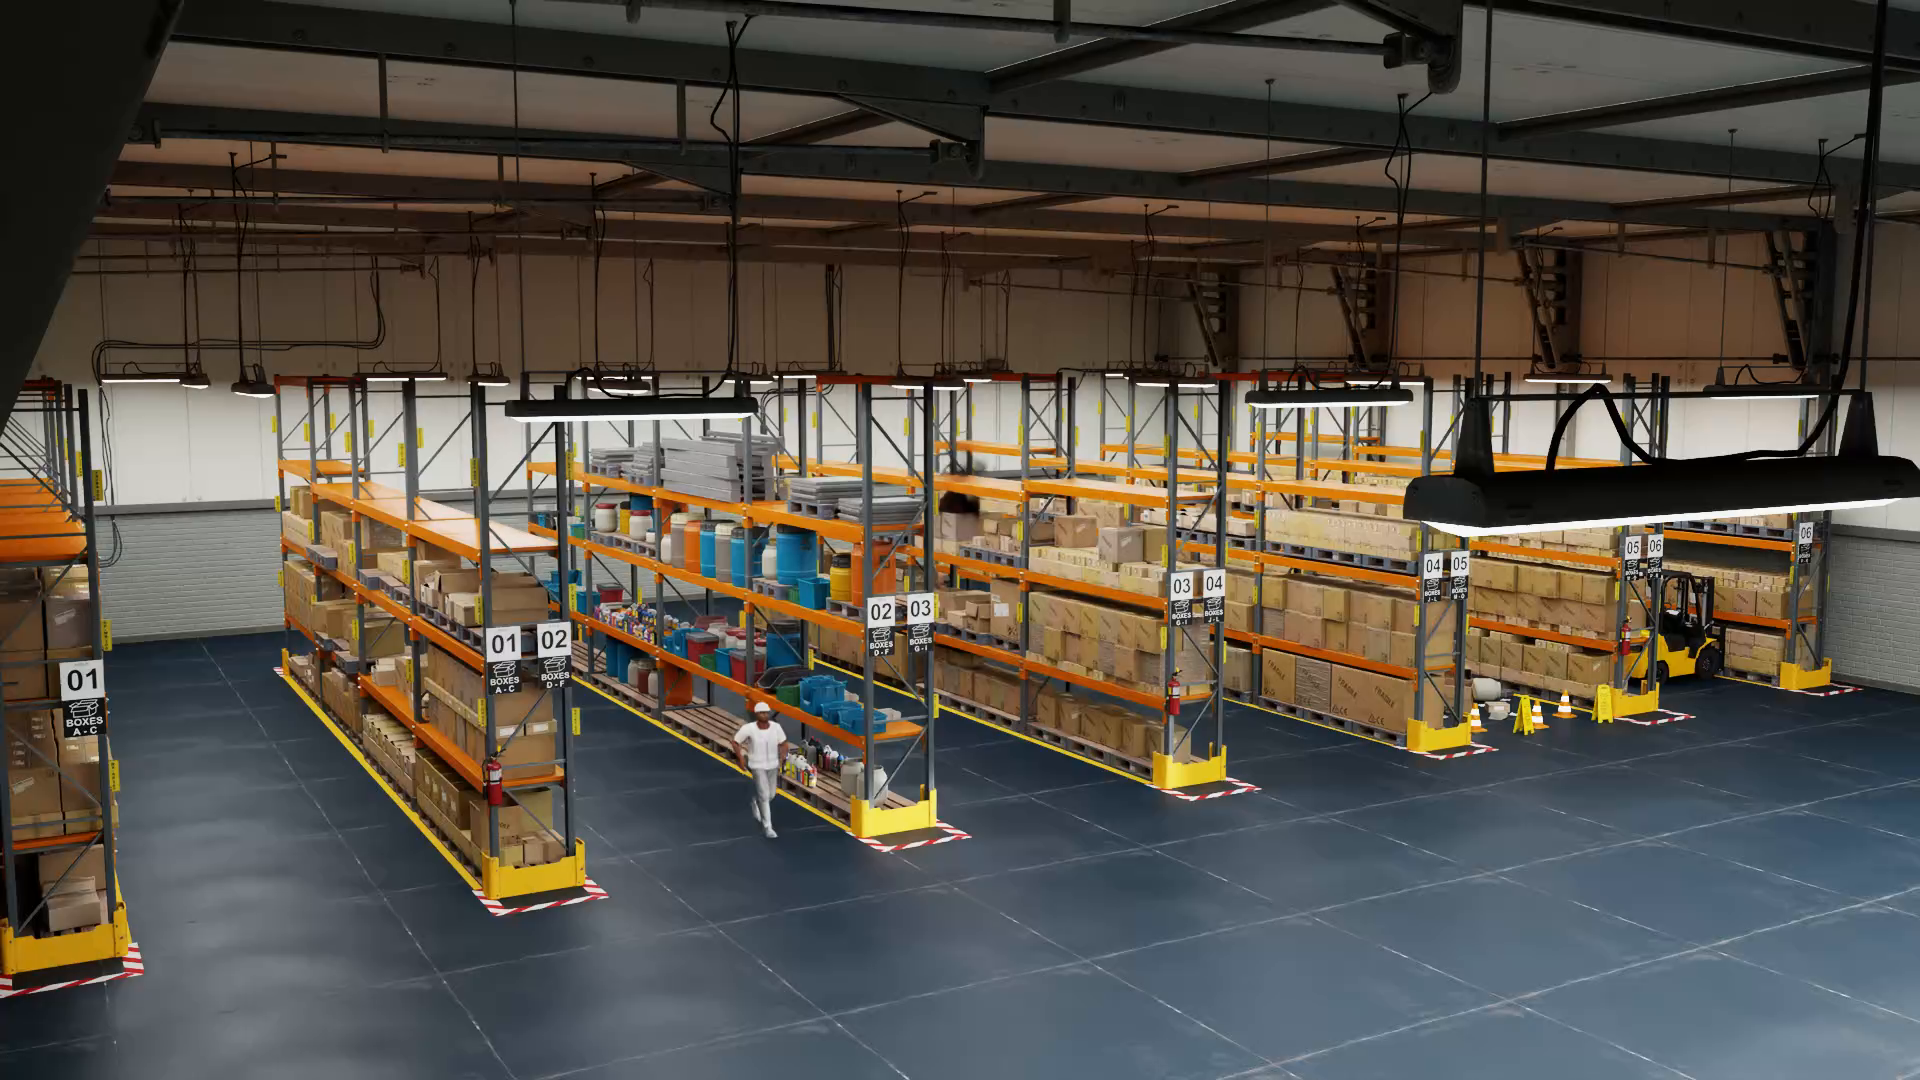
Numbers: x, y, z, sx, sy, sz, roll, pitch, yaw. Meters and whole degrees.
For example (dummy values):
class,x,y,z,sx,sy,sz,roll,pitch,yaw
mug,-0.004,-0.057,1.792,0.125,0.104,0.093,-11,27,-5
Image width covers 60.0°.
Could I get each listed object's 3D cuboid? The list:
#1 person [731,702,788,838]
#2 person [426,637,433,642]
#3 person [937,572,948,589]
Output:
class,x,y,z,sx,sy,sz,roll,pitch,yaw
person,-2.644,3.022,22.215,0.726,1.751,0.904,-4,7,-31
person,-10.359,1.934,32.791,0.546,1.716,0.746,-5,8,-40
person,-0.427,1.591,35.210,0.692,1.841,0.842,-4,8,-35
